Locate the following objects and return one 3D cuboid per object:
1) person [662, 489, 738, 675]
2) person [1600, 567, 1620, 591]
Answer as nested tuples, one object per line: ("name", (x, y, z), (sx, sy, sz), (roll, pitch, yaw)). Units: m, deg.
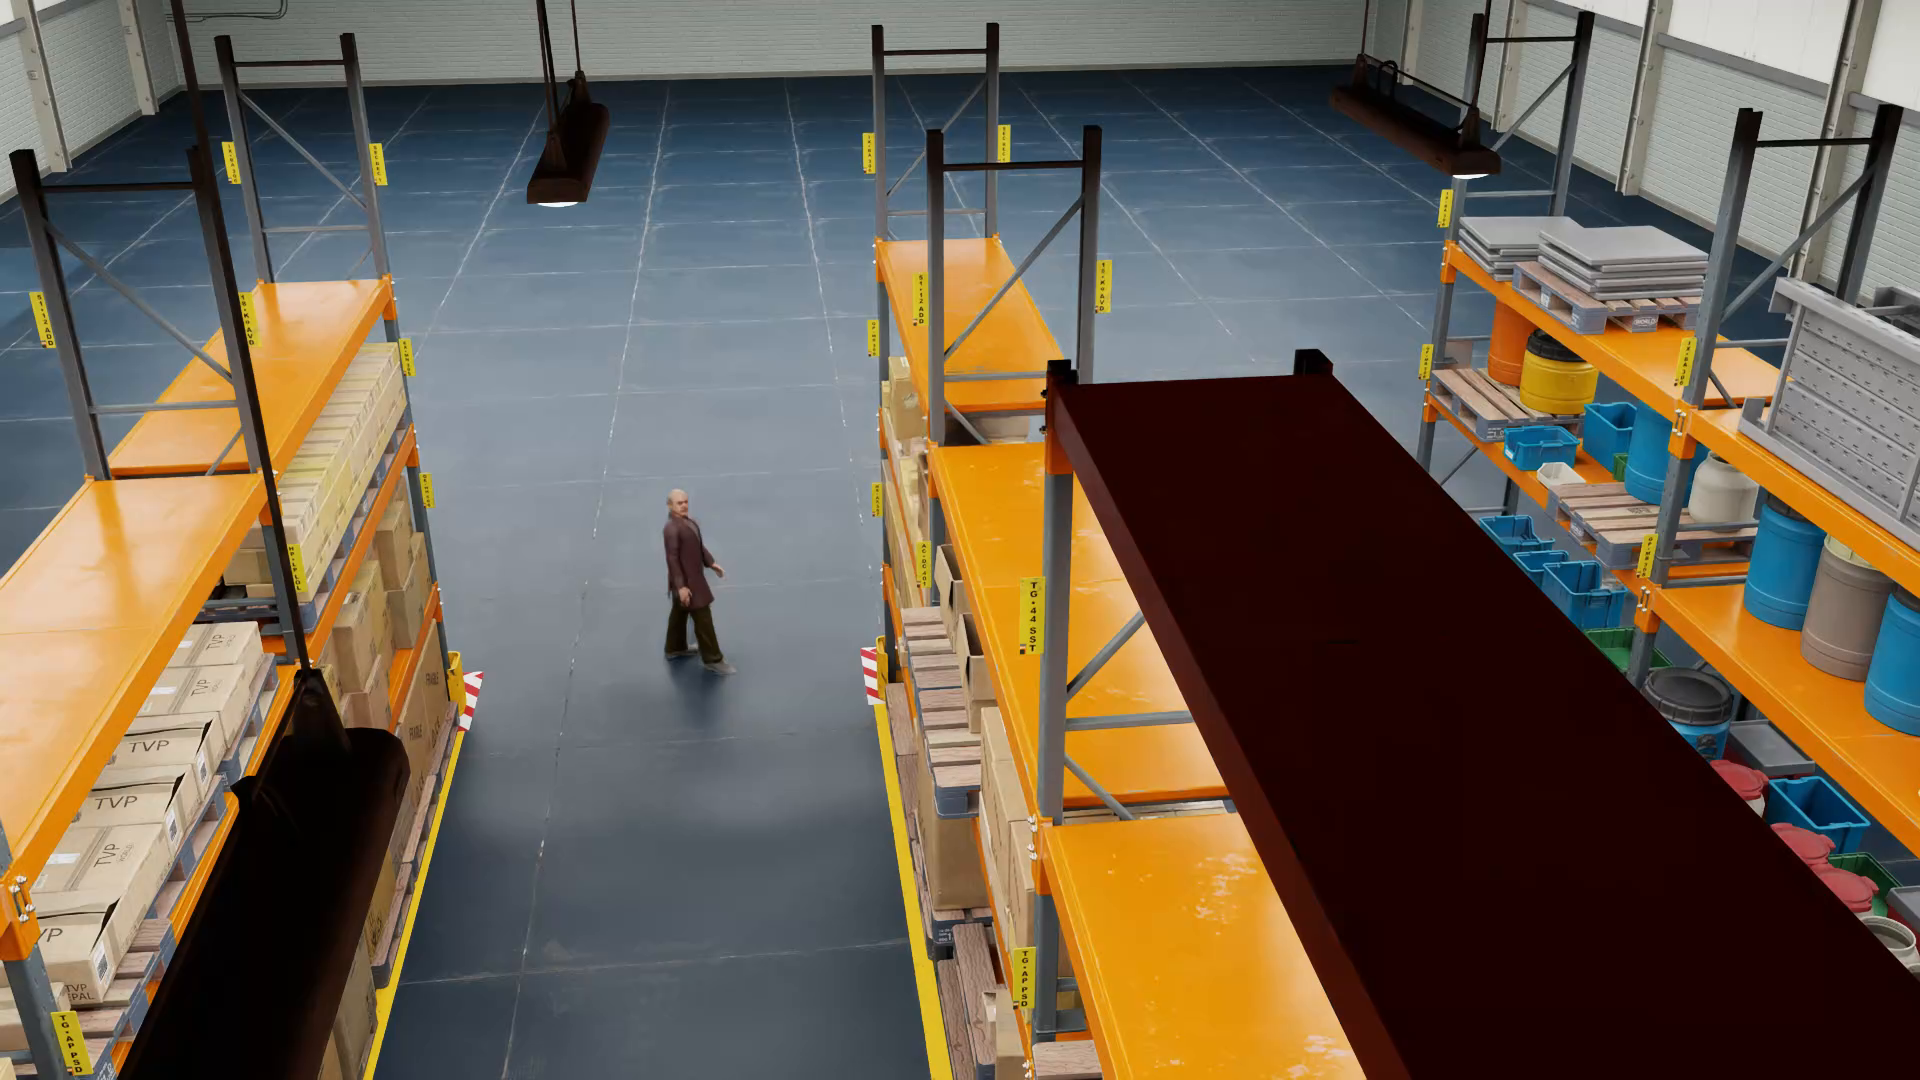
("person", (-2.513, 0.393, 15.681), (0.645, 1.798, 0.681), (-7, 26, -14))
("person", (6.770, -0.245, 17.027), (0.507, 1.678, 0.510), (-2, 26, -3))
